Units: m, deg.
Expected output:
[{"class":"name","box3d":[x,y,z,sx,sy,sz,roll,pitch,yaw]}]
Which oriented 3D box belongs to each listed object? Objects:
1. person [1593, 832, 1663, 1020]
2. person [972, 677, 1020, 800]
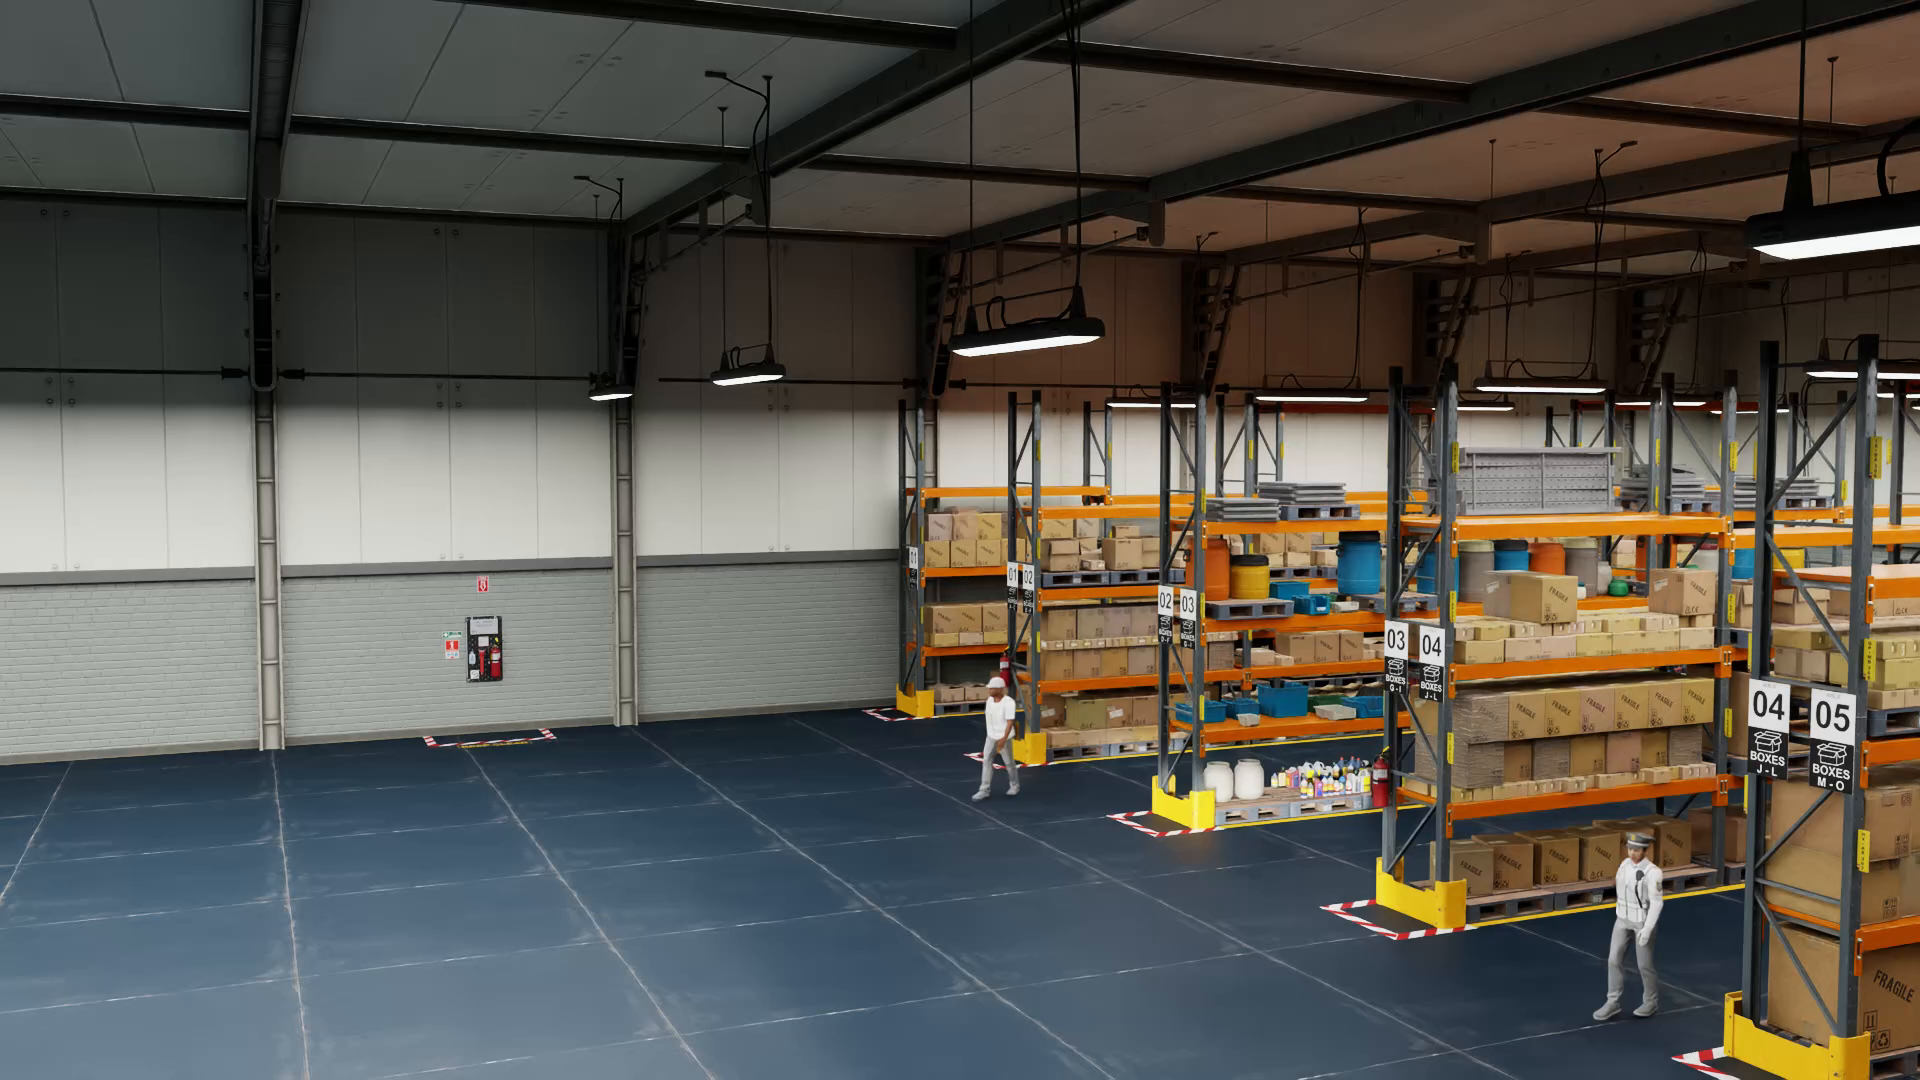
[{"class":"person","box3d":[6.030,3.458,14.900,0.625,1.686,0.528,-2,4,-26]},{"class":"person","box3d":[0.533,2.857,24.108,0.601,1.735,0.859,3,4,42]}]
